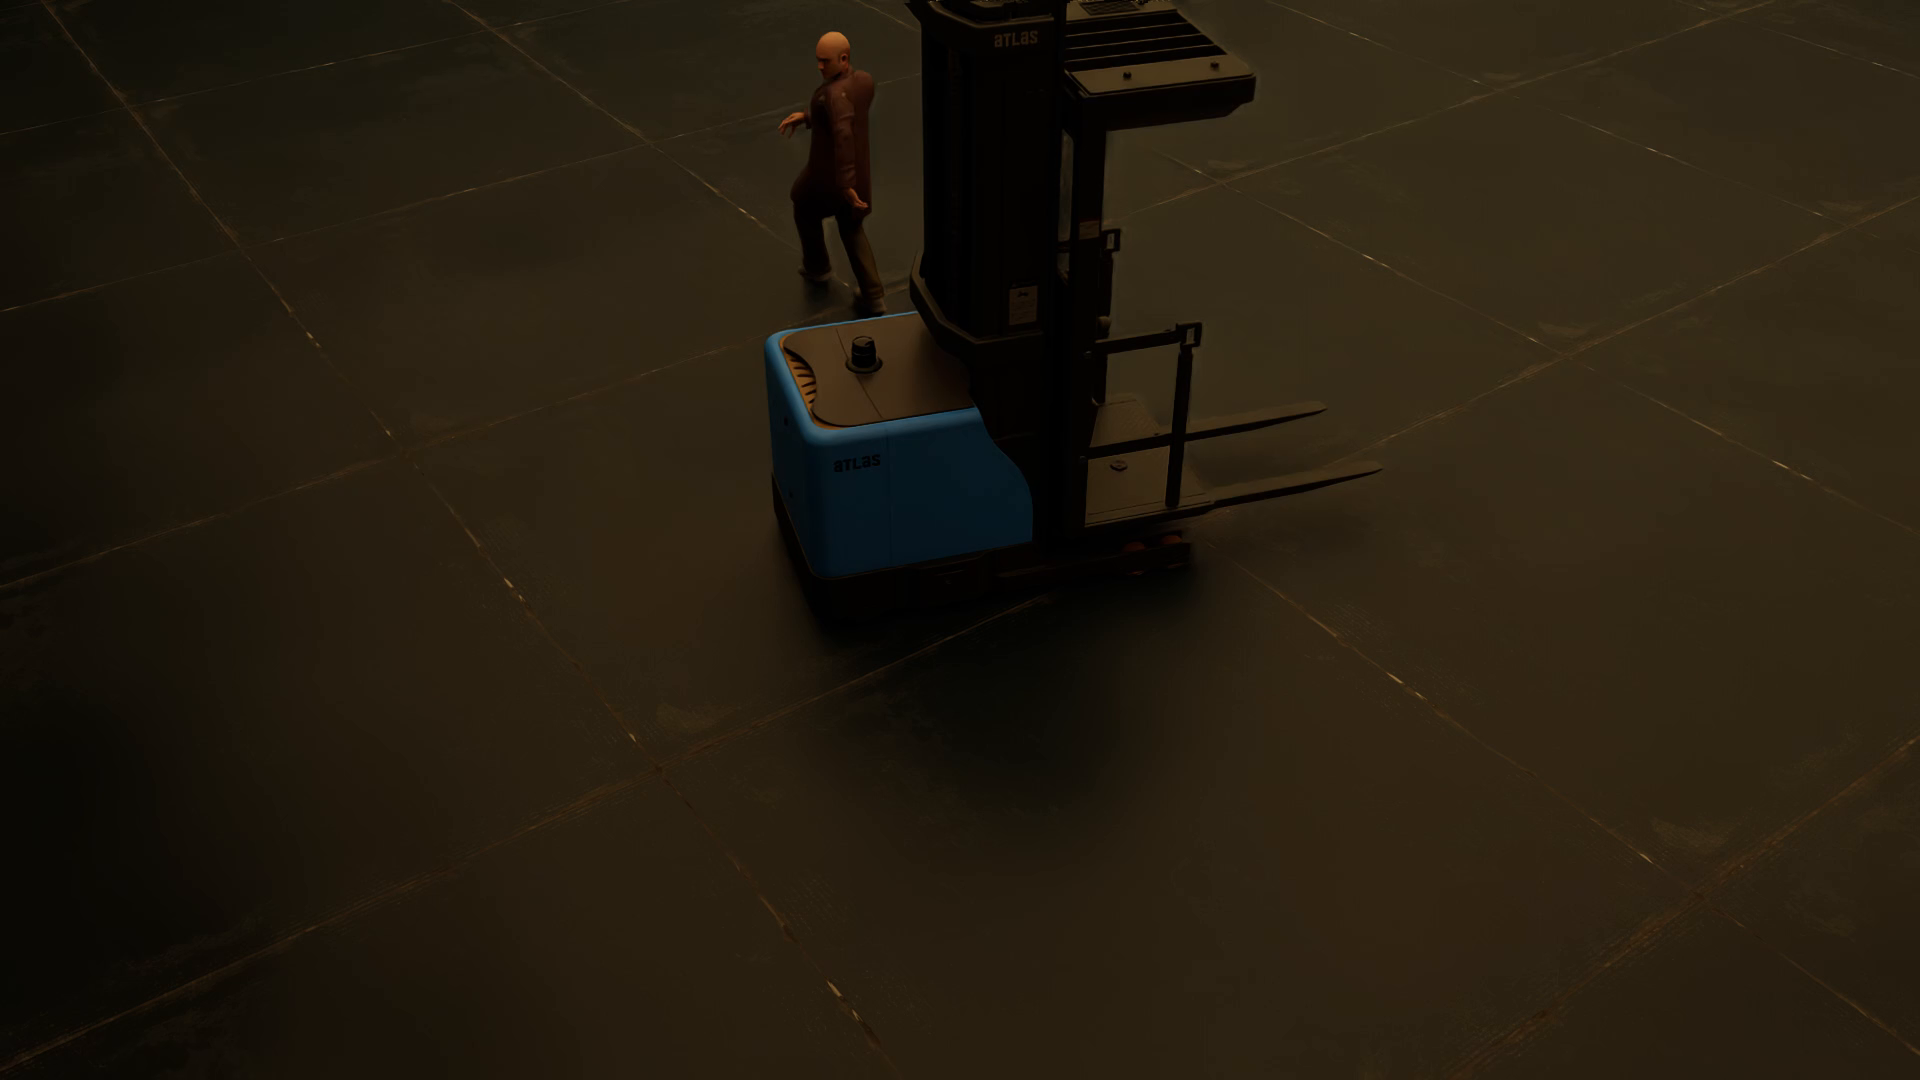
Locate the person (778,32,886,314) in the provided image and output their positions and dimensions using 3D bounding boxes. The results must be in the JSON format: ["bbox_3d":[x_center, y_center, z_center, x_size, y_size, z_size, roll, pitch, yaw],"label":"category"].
[{"bbox_3d":[-0.750,-2.207,9.994,0.613,1.727,1.009,-29,45,-33],"label":"person"}]

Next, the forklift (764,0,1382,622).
[{"bbox_3d":[0.626,-1.293,7.693,3.031,2.935,1.130,-10,38,-14],"label":"forklift"}]
